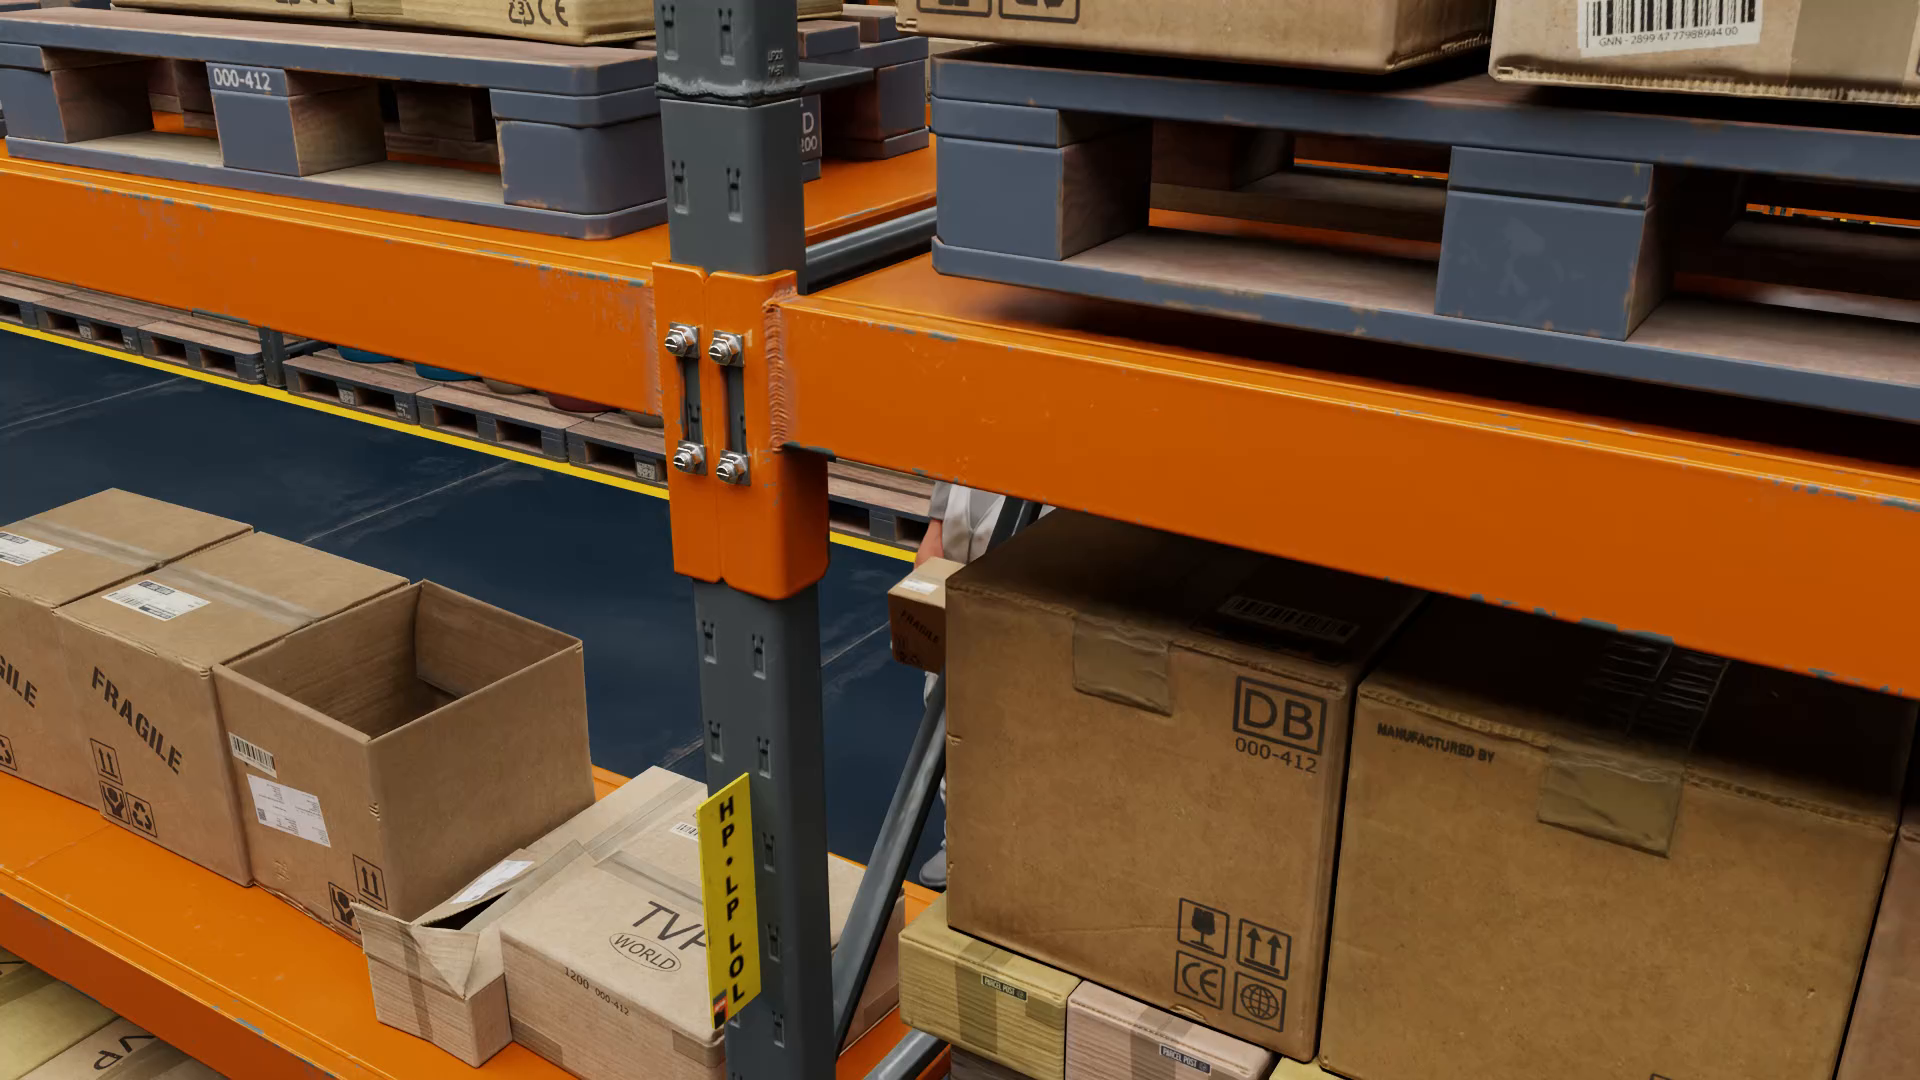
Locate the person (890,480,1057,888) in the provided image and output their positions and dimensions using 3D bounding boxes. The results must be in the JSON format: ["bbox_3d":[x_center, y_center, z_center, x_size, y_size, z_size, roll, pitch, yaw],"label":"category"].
[{"bbox_3d":[0.068,0.336,5.277,0.493,1.782,0.560,14,27,30],"label":"person"}]
